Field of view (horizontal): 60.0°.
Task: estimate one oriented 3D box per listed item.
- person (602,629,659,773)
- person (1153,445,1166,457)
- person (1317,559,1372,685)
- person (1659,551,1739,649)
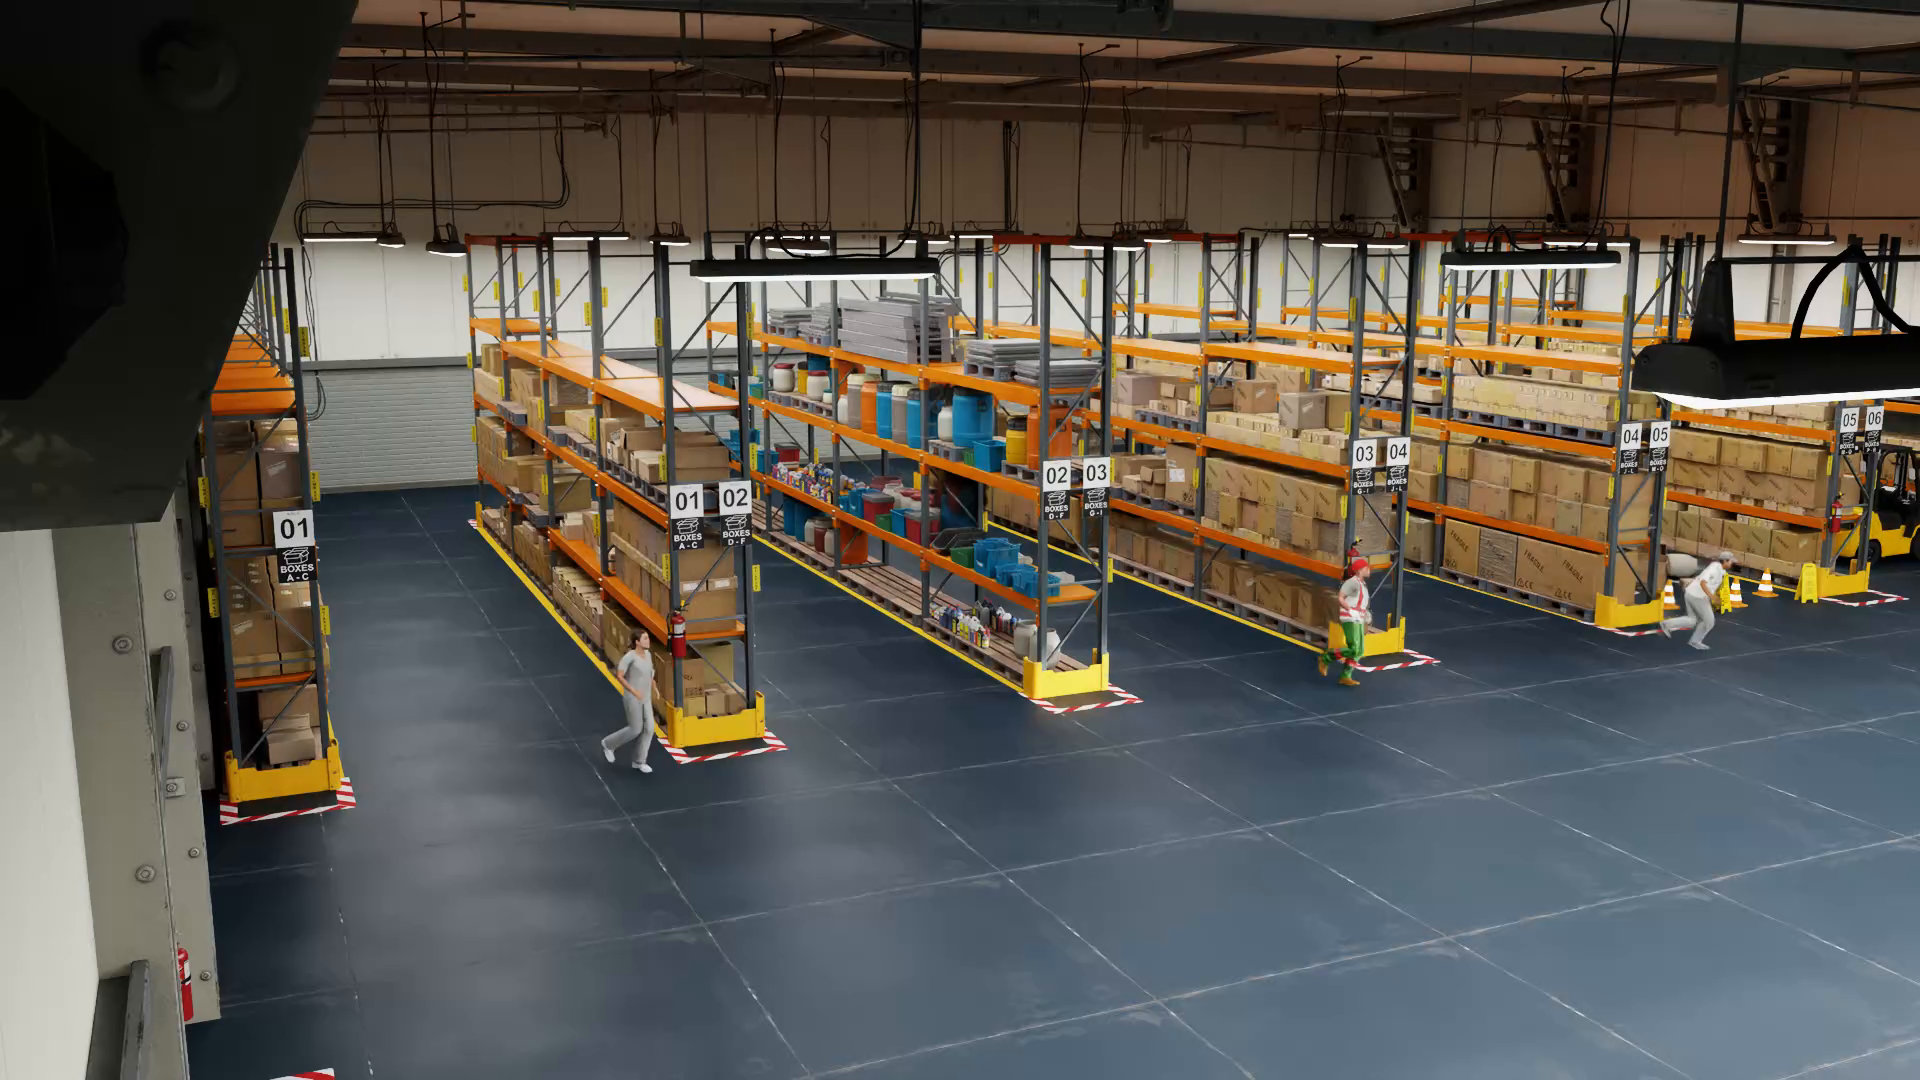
[{"bbox_3d":[-3.759,1.835,19.418,0.635,1.641,0.601,6,12,28],"label":"person"},{"bbox_3d":[5.033,-2.441,41.494,0.912,1.682,0.751,8,13,34],"label":"person"},{"bbox_3d":[5.358,1.102,23.029,0.621,1.707,0.731,7,13,31],"label":"person"},{"bbox_3d":[11.015,0.873,24.789,0.986,1.500,0.614,5,12,25],"label":"person"}]
